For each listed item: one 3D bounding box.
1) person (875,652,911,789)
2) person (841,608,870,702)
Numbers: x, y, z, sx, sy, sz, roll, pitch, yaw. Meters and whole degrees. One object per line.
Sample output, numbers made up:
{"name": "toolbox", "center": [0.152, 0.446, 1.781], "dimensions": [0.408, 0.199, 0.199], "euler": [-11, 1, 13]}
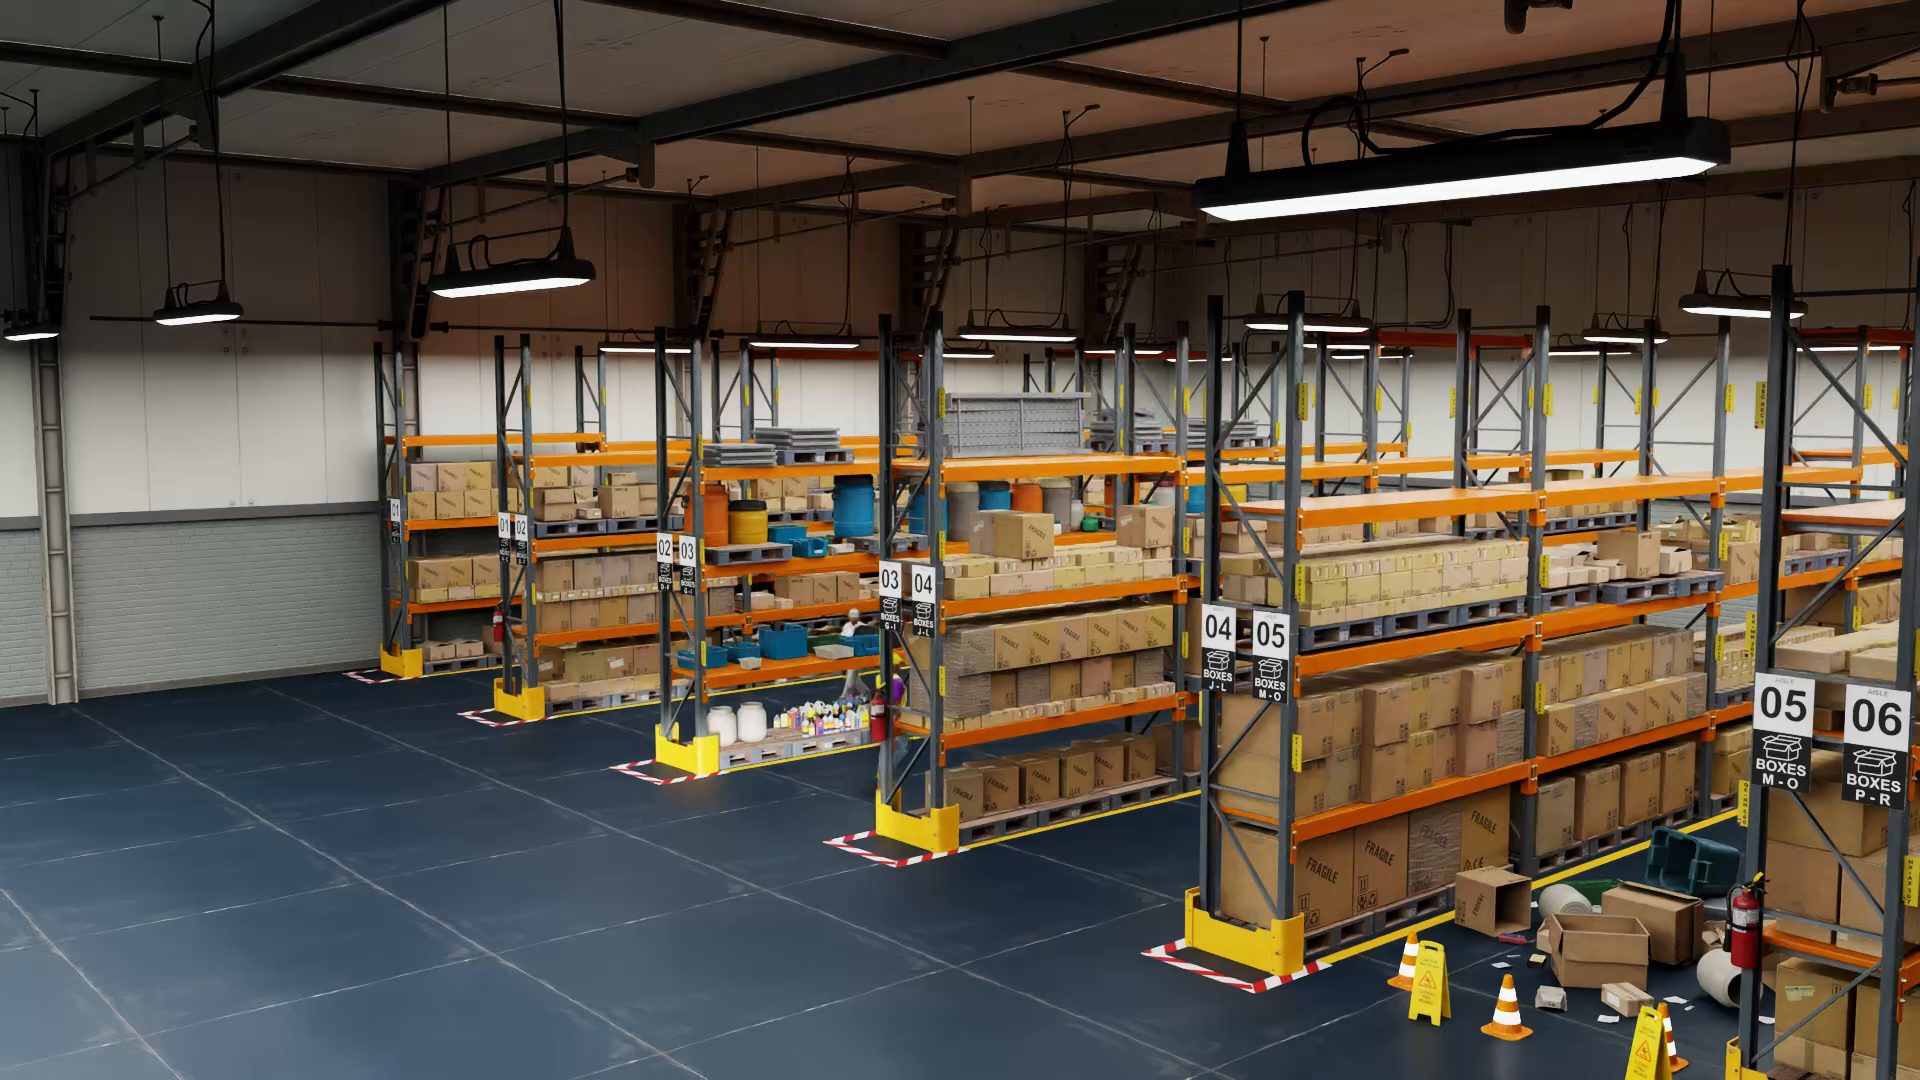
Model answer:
{"name": "person", "center": [-0.913, 2.330, 21.448], "dimensions": [0.489, 1.756, 0.610], "euler": [-3, 6, -30]}
{"name": "person", "center": [-1.754, 1.894, 27.168], "dimensions": [0.468, 1.574, 1.095], "euler": [3, 6, 34]}
